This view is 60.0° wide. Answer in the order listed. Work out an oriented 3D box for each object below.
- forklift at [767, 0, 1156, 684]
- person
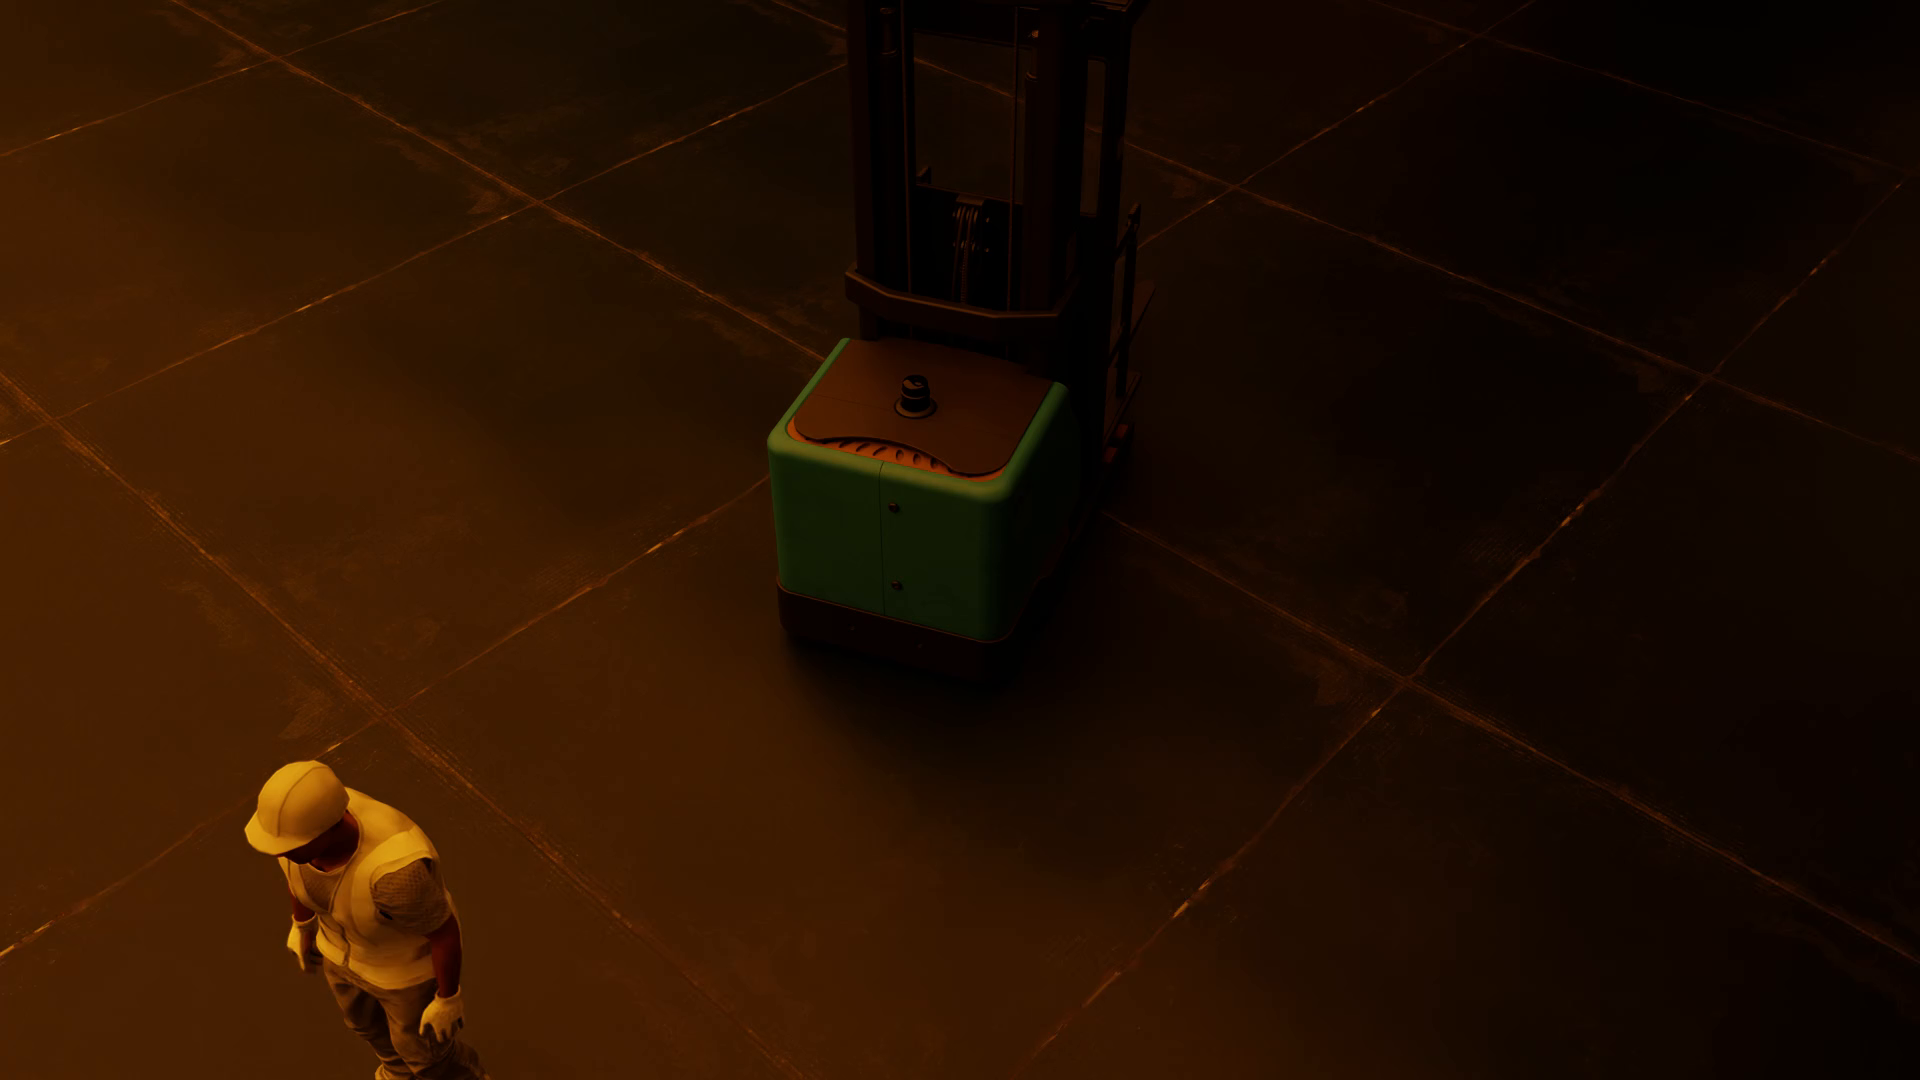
[{"bbox_3d":[0.211,-1.484,7.158,1.130,2.935,3.031,14,42,15],"label":"forklift"},{"bbox_3d":[-1.703,1.232,4.882,0.630,1.776,0.443,20,44,22],"label":"person"}]
